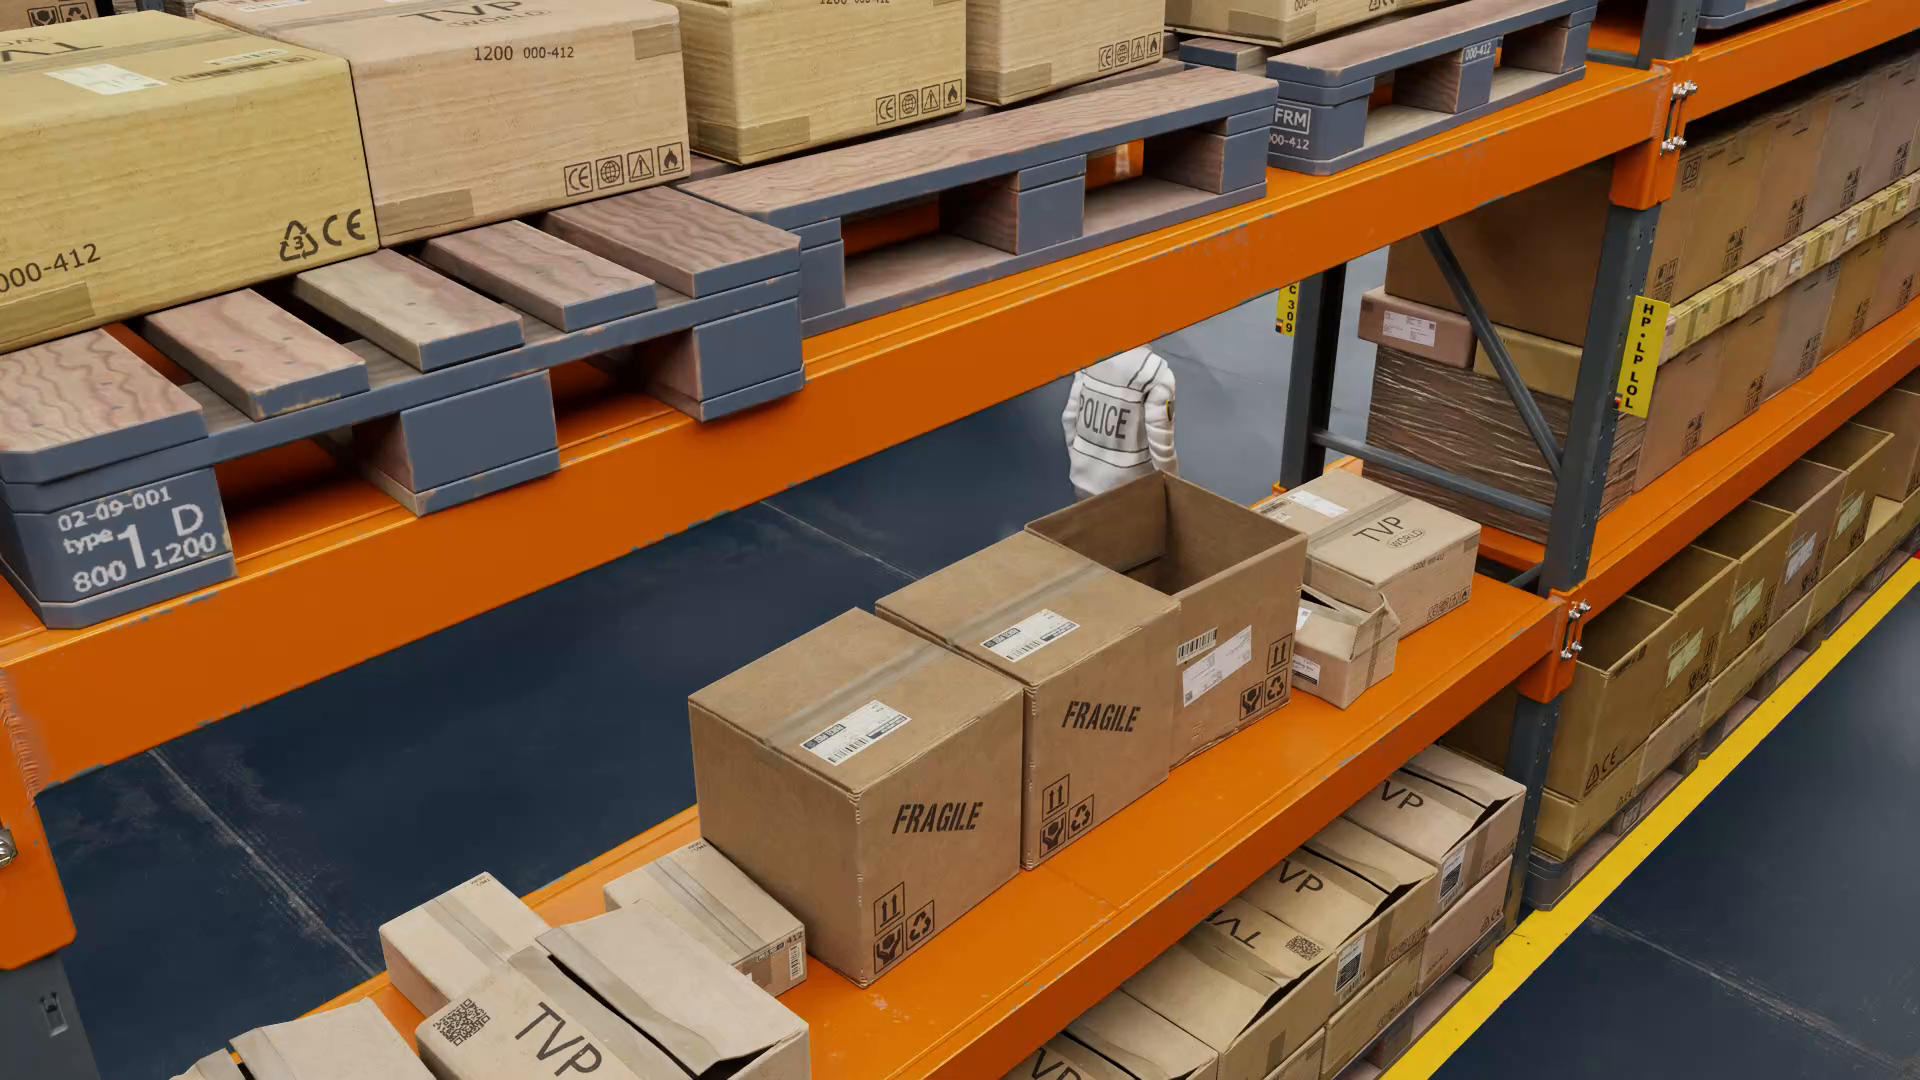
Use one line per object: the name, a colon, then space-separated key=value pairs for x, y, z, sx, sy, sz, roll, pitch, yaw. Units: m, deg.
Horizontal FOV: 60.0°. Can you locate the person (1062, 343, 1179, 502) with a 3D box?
person: x=0.638 y=-0.215 z=6.522 sx=0.537 sy=1.663 sz=0.378 roll=25 pitch=37 yaw=39
